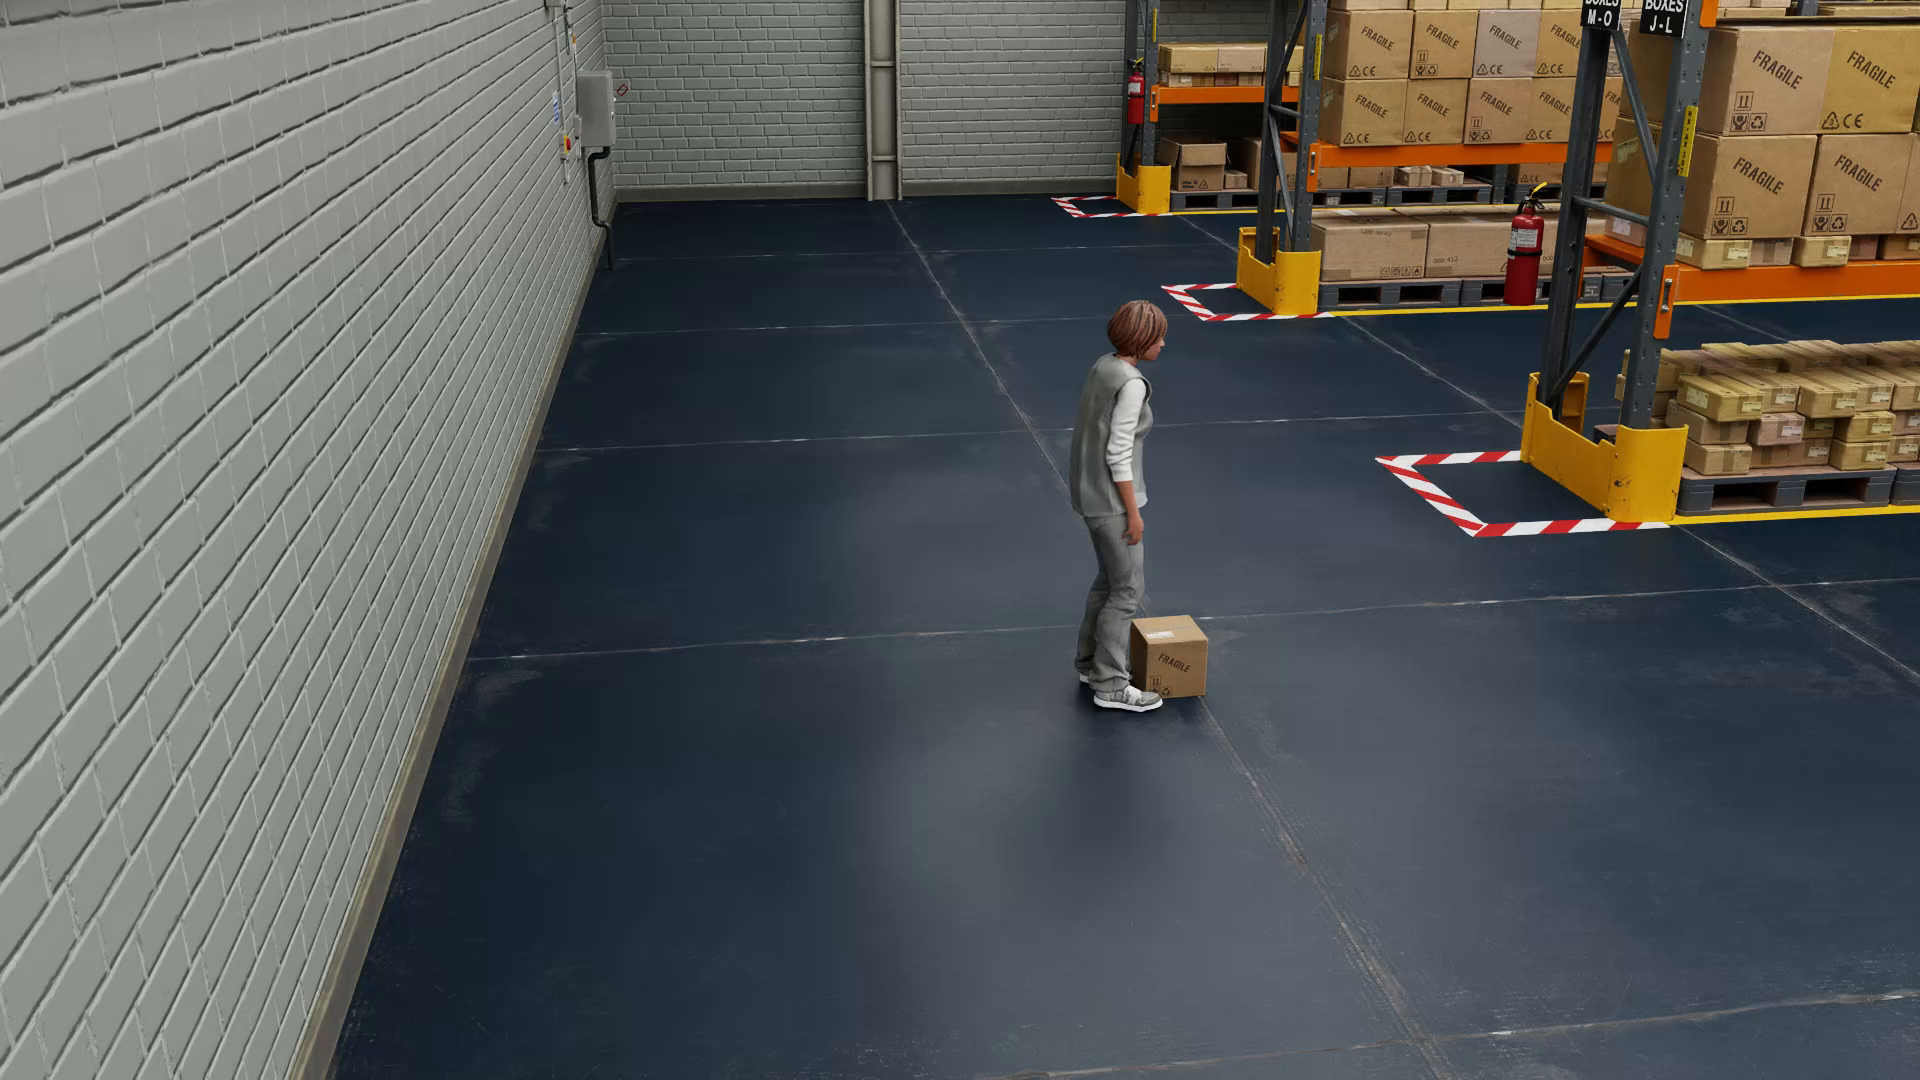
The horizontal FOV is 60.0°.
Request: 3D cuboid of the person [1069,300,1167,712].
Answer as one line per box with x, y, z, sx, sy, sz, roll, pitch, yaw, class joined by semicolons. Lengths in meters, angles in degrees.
0.607;-0.138;6.466;0.348;1.591;0.459;-3;21;-8;person
